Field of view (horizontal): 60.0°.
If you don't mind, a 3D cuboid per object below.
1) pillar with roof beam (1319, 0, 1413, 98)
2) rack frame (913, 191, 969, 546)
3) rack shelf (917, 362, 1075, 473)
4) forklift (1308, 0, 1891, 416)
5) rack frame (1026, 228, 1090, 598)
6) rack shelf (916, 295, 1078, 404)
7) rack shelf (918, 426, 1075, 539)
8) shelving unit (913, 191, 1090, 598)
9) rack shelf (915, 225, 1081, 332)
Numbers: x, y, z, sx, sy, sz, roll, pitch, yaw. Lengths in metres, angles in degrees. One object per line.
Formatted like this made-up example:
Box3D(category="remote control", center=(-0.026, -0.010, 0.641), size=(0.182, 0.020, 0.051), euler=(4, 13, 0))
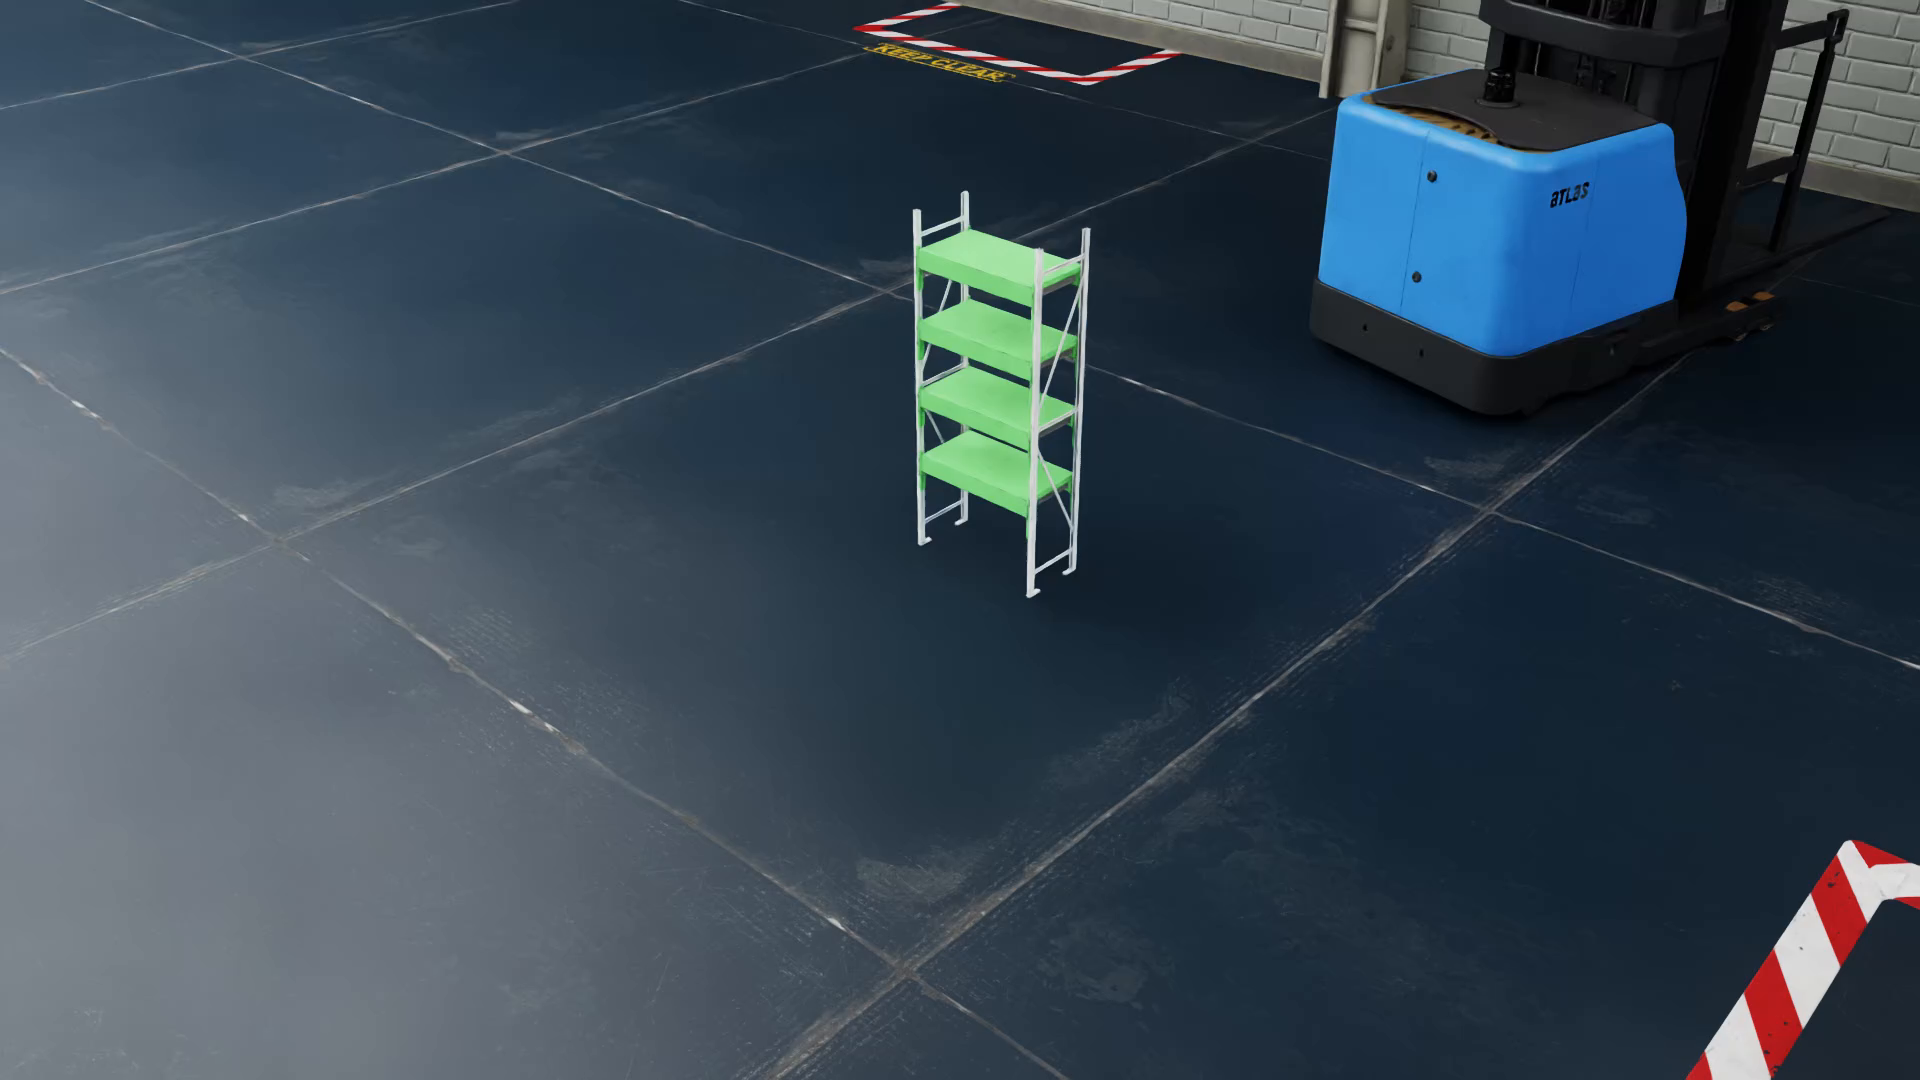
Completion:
Box3D(category="pillar with roof beam", center=(-0.416, -4.950, 5.247), size=(0.400, 9.000, 9.100), euler=(25, 39, 35))
Box3D(category="rack frame", center=(-0.058, -0.541, 5.486), size=(0.015, 1.200, 0.240), euler=(25, 39, 35))
Box3D(category="rack shelf", center=(0.123, -0.402, 5.378), size=(0.480, 0.148, 0.258), euler=(25, 39, 35))
Box3D(category="forklift", center=(2.989, -2.319, 6.760), size=(3.031, 2.935, 1.130), euler=(-20, 36, -29))
Box3D(category="rack frame", center=(0.304, -0.372, 5.205), size=(0.015, 1.200, 0.240), euler=(25, 39, 35))
Box3D(category="rack shelf", center=(0.123, -0.608, 5.255), size=(0.480, 0.148, 0.258), euler=(25, 39, 35))
Box3D(category="rack shelf", center=(0.123, -0.196, 5.502), size=(0.480, 0.148, 0.258), euler=(25, 39, 35))
Box3D(category="shelving unit", center=(0.123, -0.457, 5.345), size=(0.503, 1.200, 0.258), euler=(25, 39, 35))
Box3D(category="rack shelf", center=(0.123, -0.813, 5.131), size=(0.480, 0.148, 0.258), euler=(25, 39, 35))
